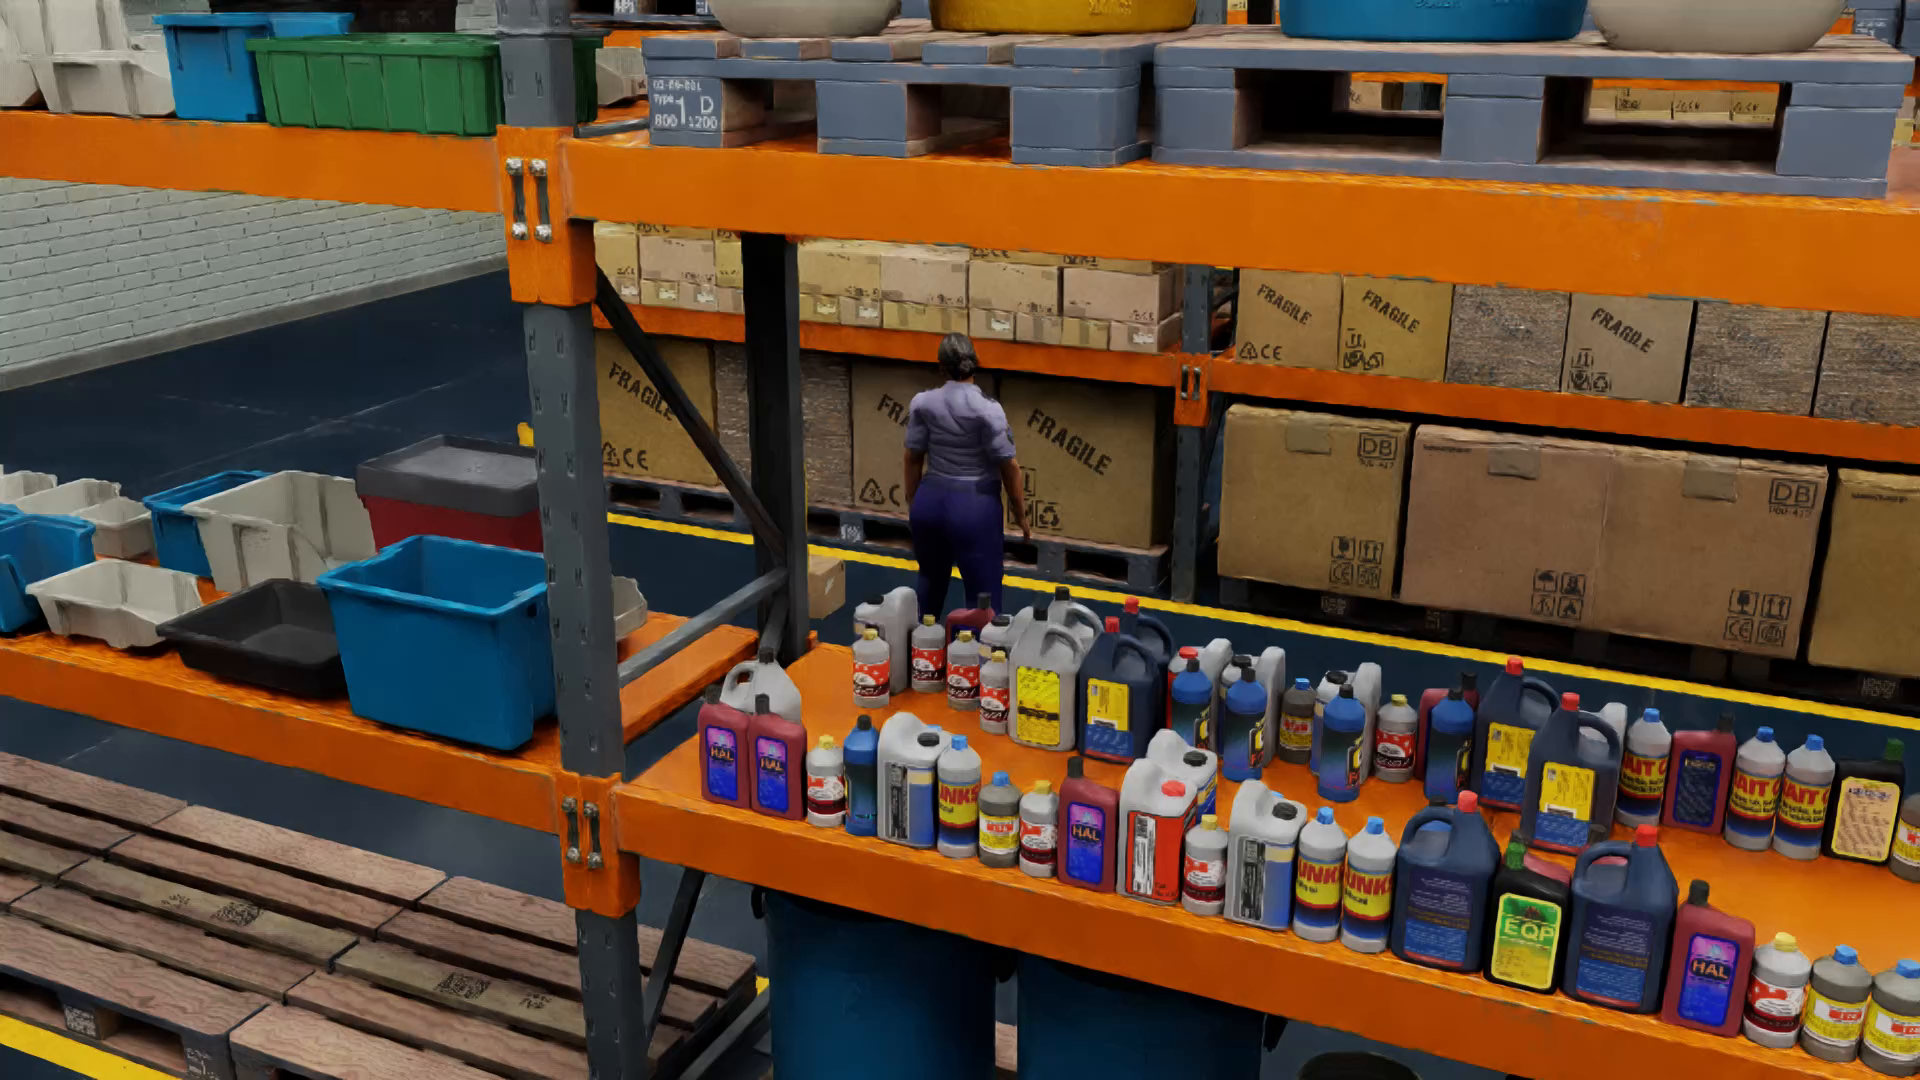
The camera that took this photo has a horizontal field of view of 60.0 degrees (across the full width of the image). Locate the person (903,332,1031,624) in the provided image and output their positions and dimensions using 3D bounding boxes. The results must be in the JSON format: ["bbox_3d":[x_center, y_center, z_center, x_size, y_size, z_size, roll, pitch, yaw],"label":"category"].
[{"bbox_3d":[0.024,-0.080,7.301,0.565,1.665,0.371,11,22,29],"label":"person"}]
